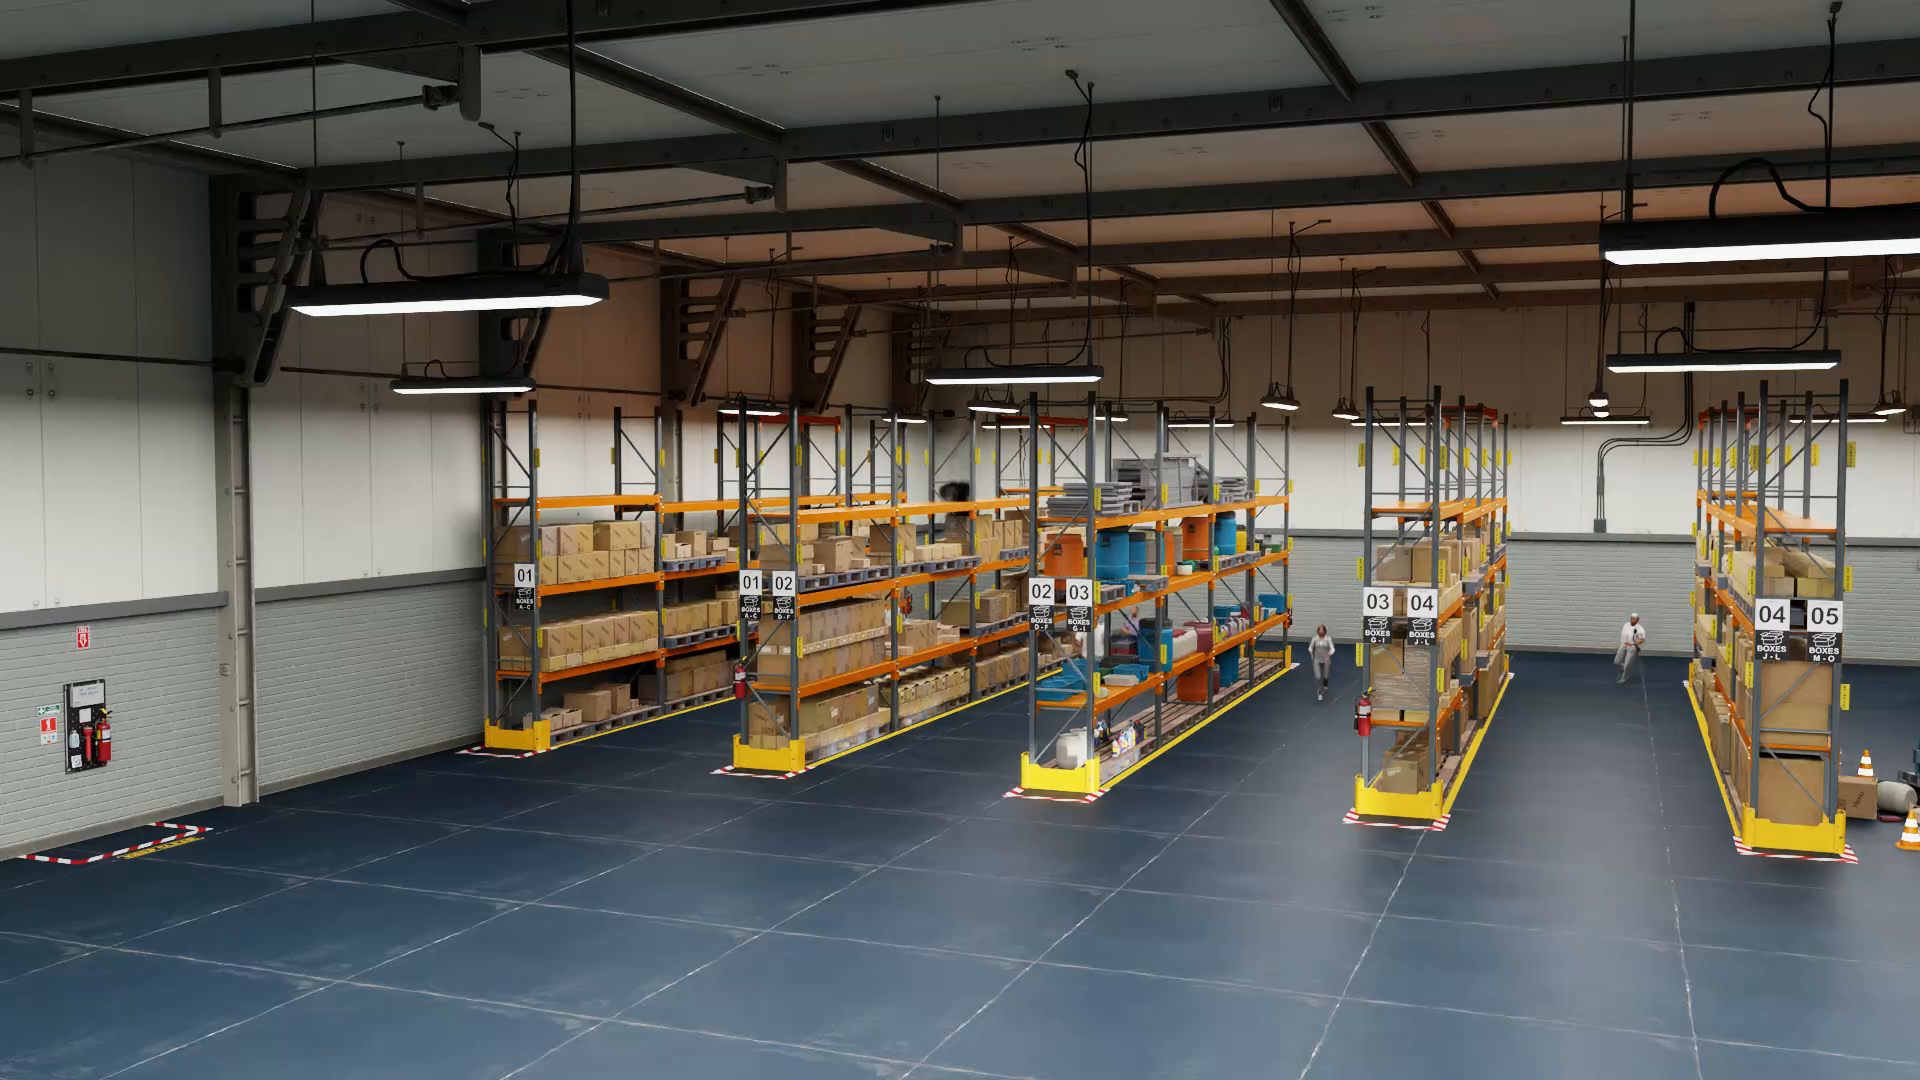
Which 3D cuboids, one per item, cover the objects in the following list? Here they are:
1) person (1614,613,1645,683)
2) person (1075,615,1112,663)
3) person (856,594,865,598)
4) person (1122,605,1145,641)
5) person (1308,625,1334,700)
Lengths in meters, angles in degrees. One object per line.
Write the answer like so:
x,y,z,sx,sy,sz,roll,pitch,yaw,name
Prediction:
14.768,2.393,36.696,0.534,1.586,0.684,-2,4,-42,person
2.565,2.261,32.251,0.715,1.769,0.758,1,3,18,person
-2.229,1.996,36.920,0.684,1.829,0.878,1,3,17,person
3.840,2.251,36.406,0.601,1.658,0.649,1,3,16,person
7.480,2.527,34.454,0.535,1.548,0.567,1,3,15,person
